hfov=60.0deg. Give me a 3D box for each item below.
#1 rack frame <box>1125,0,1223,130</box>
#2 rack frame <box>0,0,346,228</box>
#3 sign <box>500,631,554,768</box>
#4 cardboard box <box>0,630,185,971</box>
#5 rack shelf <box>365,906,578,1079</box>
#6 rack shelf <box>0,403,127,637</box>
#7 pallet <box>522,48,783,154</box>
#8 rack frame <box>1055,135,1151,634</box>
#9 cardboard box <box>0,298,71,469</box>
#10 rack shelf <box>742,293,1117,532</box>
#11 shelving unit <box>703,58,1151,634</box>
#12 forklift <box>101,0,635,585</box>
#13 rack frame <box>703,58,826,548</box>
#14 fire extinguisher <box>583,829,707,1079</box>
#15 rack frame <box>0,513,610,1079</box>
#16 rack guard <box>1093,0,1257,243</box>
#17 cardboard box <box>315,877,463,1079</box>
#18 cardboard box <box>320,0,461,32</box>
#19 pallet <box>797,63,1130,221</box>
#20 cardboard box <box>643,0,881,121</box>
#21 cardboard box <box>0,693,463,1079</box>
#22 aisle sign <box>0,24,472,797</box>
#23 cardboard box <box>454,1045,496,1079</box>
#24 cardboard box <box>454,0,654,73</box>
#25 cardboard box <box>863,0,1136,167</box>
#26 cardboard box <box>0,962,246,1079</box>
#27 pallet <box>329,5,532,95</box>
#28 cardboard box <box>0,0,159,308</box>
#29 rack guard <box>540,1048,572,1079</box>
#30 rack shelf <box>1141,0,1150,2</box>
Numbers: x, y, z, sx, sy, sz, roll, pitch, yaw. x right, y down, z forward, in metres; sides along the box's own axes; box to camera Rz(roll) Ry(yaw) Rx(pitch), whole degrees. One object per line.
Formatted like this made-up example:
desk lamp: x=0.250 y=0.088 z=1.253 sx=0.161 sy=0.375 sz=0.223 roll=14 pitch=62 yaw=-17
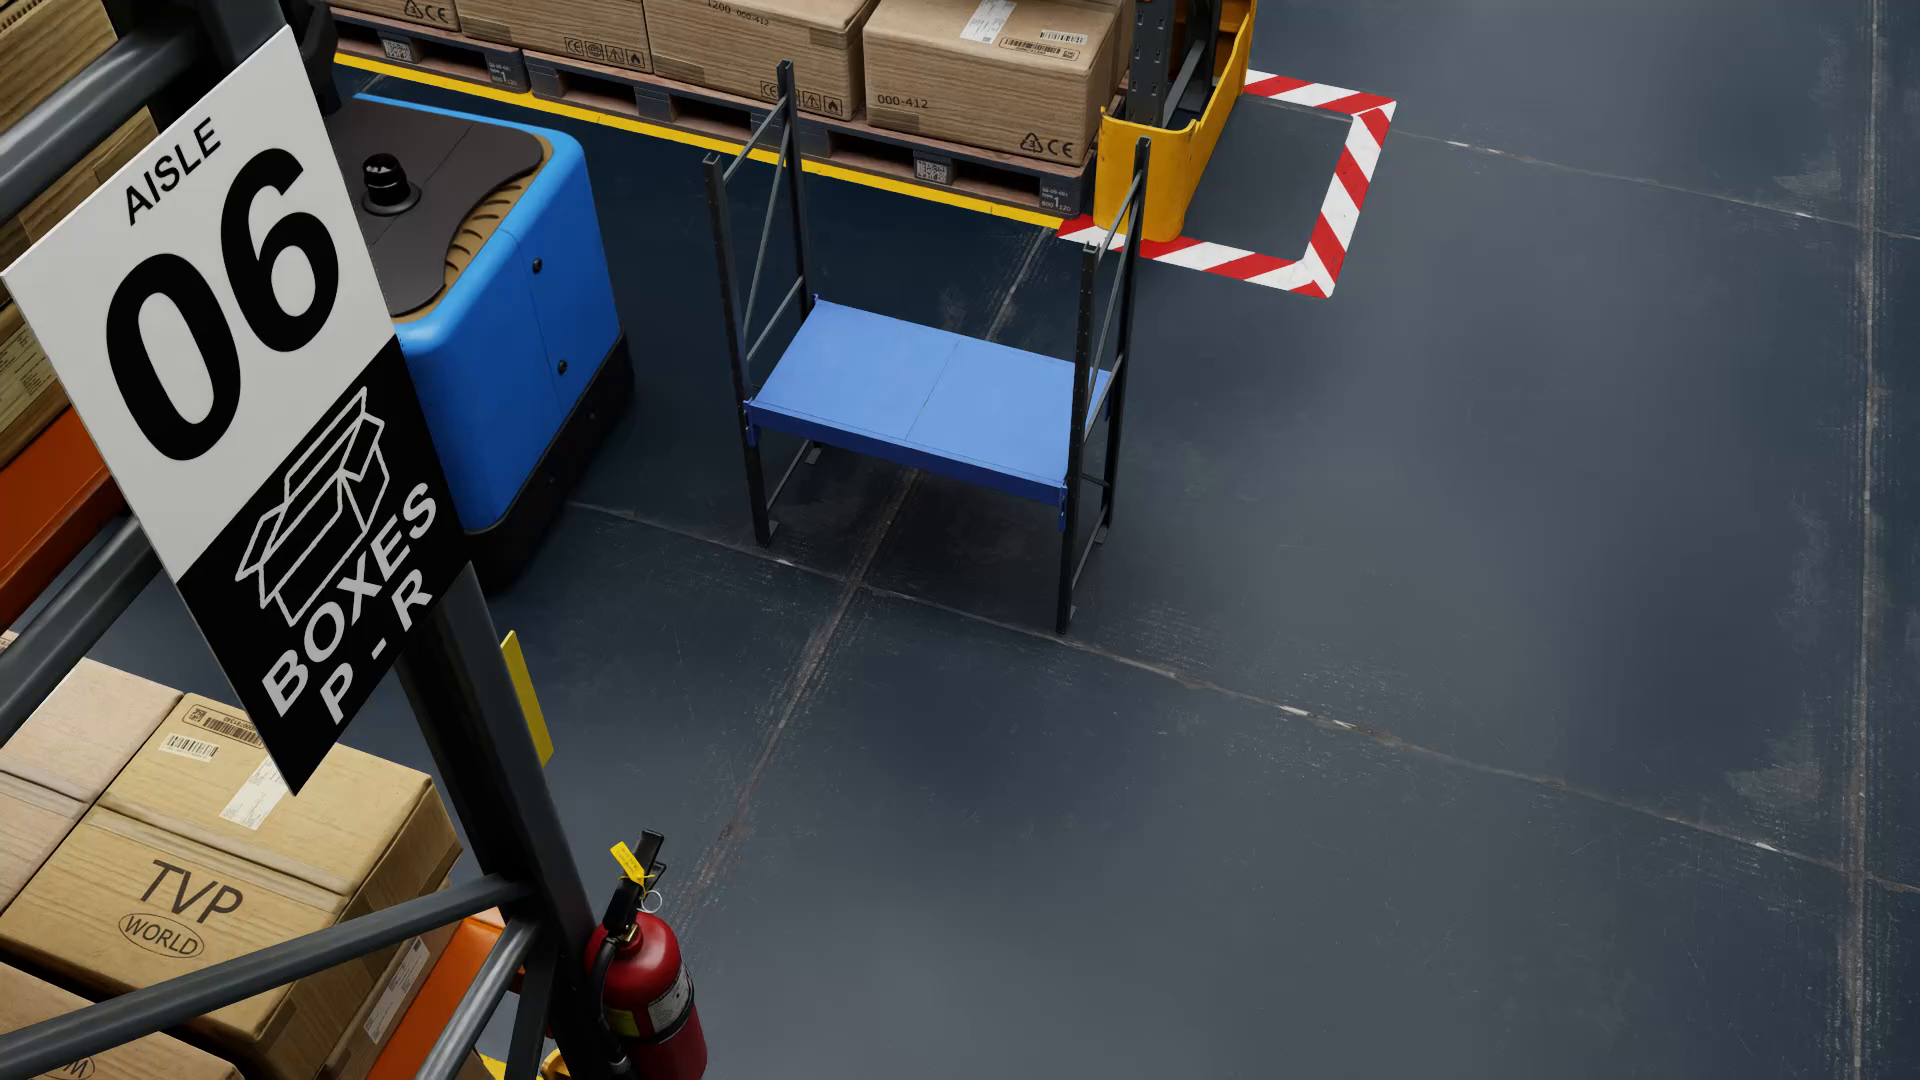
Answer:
rack frame: x=0.839 y=-2.575 z=5.639 sx=0.127 sy=3.000 sz=1.000 roll=16 pitch=51 yaw=13
rack frame: x=-0.878 y=-1.020 z=0.322 sx=0.127 sy=3.000 sz=1.000 roll=16 pitch=51 yaw=13
sign: x=-0.690 y=0.277 z=2.595 sx=0.005 sy=0.325 sz=0.100 roll=16 pitch=51 yaw=13
cardboard box: x=-1.683 y=0.455 z=2.916 sx=0.500 sy=0.250 sz=0.500 roll=16 pitch=51 yaw=14
rack shelf: x=-2.754 y=0.657 z=3.314 sx=4.000 sy=0.370 sz=1.077 roll=16 pitch=51 yaw=13
rack shelf: x=-2.754 y=-0.326 z=2.181 sx=4.000 sy=0.370 sz=1.077 roll=16 pitch=51 yaw=13
pallet: x=-1.079 y=-2.136 z=7.104 sx=1.213 sy=0.211 sz=1.003 roll=16 pitch=51 yaw=13
rack frame: x=0.397 y=-0.380 z=4.730 sx=0.032 sy=1.500 sz=0.500 roll=16 pitch=51 yaw=13
cardboard box: x=-1.096 y=-0.204 z=1.765 sx=0.250 sy=0.149 sz=0.380 roll=17 pitch=51 yaw=14
rack shelf: x=-0.080 y=-0.396 z=4.981 sx=1.000 sy=0.185 sz=0.538 roll=16 pitch=51 yaw=13
shelving unit: x=-0.080 y=-0.514 z=4.845 sx=1.048 sy=1.500 sz=0.538 roll=16 pitch=51 yaw=13
forklift: x=-2.703 y=-1.464 z=4.722 sx=3.031 sy=2.935 sz=1.130 roll=13 pitch=50 yaw=11
rack frame: x=-0.557 y=-0.647 z=4.960 sx=0.032 sy=1.500 sz=0.500 roll=16 pitch=51 yaw=13
fire extinguisher: x=-0.580 y=0.803 z=3.009 sx=0.183 sy=0.674 sz=0.296 roll=16 pitch=51 yaw=13
rack frame: x=-0.878 y=0.945 z=2.589 sx=0.127 sy=3.000 sz=1.000 roll=16 pitch=51 yaw=13
rack guard: x=0.861 y=-1.750 z=6.578 sx=0.348 sy=0.500 sz=1.175 roll=16 pitch=51 yaw=13
cardboard box: x=-1.091 y=0.747 z=2.927 sx=0.250 sy=0.149 sz=0.380 roll=15 pitch=51 yaw=13
cardboard box: x=-2.362 y=-2.680 z=7.148 sx=0.875 sy=0.438 sz=0.875 roll=15 pitch=51 yaw=13
pallet: x=0.062 y=-1.815 z=6.826 sx=1.213 sy=0.211 sz=1.003 roll=16 pitch=51 yaw=13
cardboard box: x=-0.676 y=-2.209 z=6.739 sx=0.875 sy=0.438 sz=0.875 roll=17 pitch=51 yaw=14
cardboard box: x=-1.210 y=0.587 z=2.801 sx=0.500 sy=0.250 sz=0.500 roll=16 pitch=51 yaw=13
aisle sign: x=-0.712 y=-0.097 z=1.771 sx=0.004 sy=0.787 sz=0.394 roll=16 pitch=51 yaw=13
cardboard box: x=-1.419 y=1.398 z=3.570 sx=0.637 sy=0.503 sz=0.797 roll=14 pitch=51 yaw=12
cardboard box: x=-1.522 y=-2.446 z=6.945 sx=0.875 sy=0.438 sz=0.875 roll=14 pitch=51 yaw=12
cardboard box: x=0.185 y=-1.975 z=6.537 sx=0.875 sy=0.438 sz=0.875 roll=14 pitch=51 yaw=12
cardboard box: x=-1.401 y=0.964 z=2.474 sx=0.500 sy=0.250 sz=0.500 roll=17 pitch=51 yaw=14
pallet: x=-2.227 y=-2.454 z=7.380 sx=1.213 sy=0.211 sz=1.003 roll=16 pitch=51 yaw=13
cardboard box: x=-1.199 y=-0.396 z=1.668 sx=0.500 sy=0.250 sz=0.500 roll=15 pitch=51 yaw=13
rack guard: x=-0.949 y=1.744 z=3.550 sx=0.348 sy=0.500 sz=1.175 roll=16 pitch=51 yaw=13
rack shelf: x=-1.037 y=-2.863 z=6.365 sx=4.000 sy=0.370 sz=1.077 roll=16 pitch=51 yaw=13
